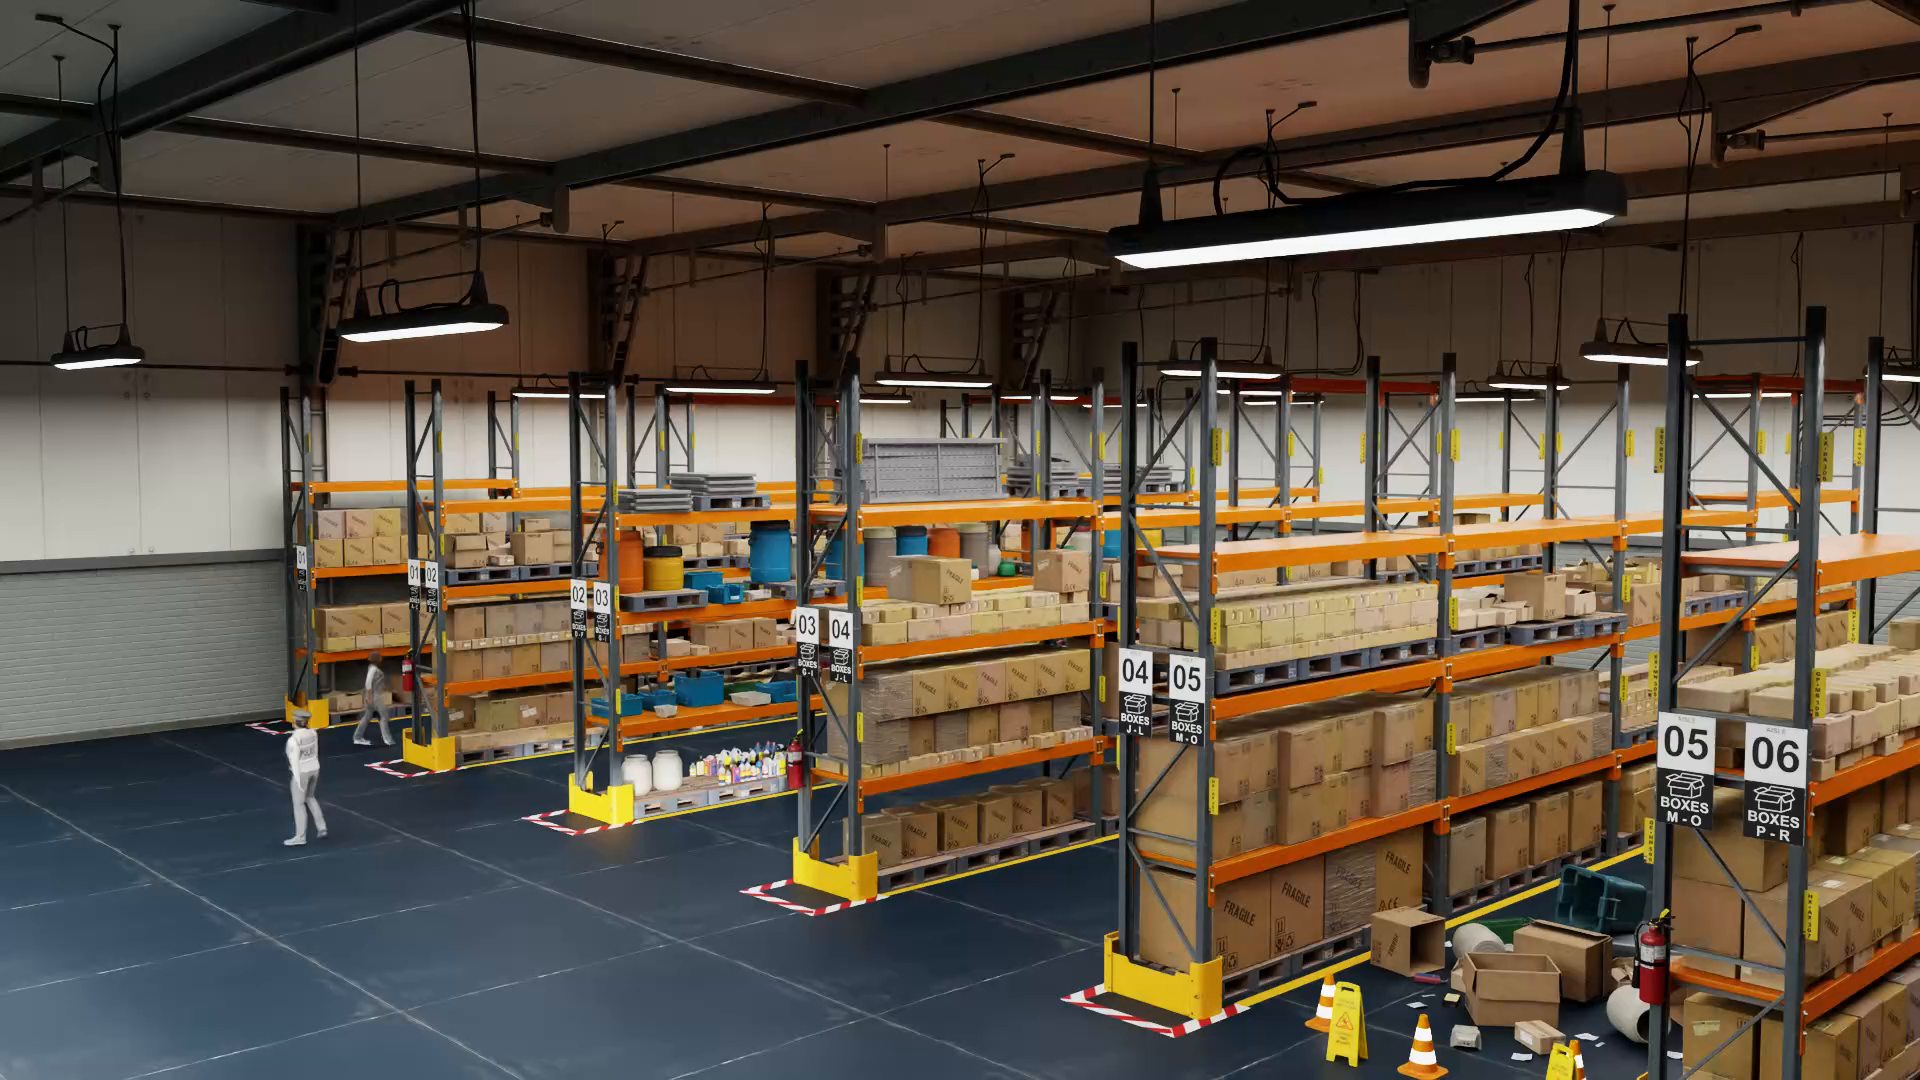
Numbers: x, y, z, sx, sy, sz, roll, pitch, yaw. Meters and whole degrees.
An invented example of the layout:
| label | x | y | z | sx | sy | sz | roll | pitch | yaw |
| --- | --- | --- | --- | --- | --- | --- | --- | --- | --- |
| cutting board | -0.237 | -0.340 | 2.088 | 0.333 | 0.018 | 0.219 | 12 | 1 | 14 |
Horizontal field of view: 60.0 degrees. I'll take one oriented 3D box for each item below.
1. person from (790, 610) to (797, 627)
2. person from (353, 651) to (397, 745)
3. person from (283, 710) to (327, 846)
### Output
| label | x | y | z | sx | sy | sz | roll | pitch | yaw |
| --- | --- | --- | --- | --- | --- | --- | --- | --- | --- |
| person | -3.143 | 2.002 | 33.588 | 0.652 | 1.771 | 0.377 | -2 | 4 | -34 |
| person | -9.689 | 2.652 | 27.558 | 0.726 | 1.636 | 0.483 | -2 | 4 | -24 |
| person | -8.255 | 2.980 | 20.958 | 0.383 | 1.686 | 0.541 | 1 | 4 | 20 |
